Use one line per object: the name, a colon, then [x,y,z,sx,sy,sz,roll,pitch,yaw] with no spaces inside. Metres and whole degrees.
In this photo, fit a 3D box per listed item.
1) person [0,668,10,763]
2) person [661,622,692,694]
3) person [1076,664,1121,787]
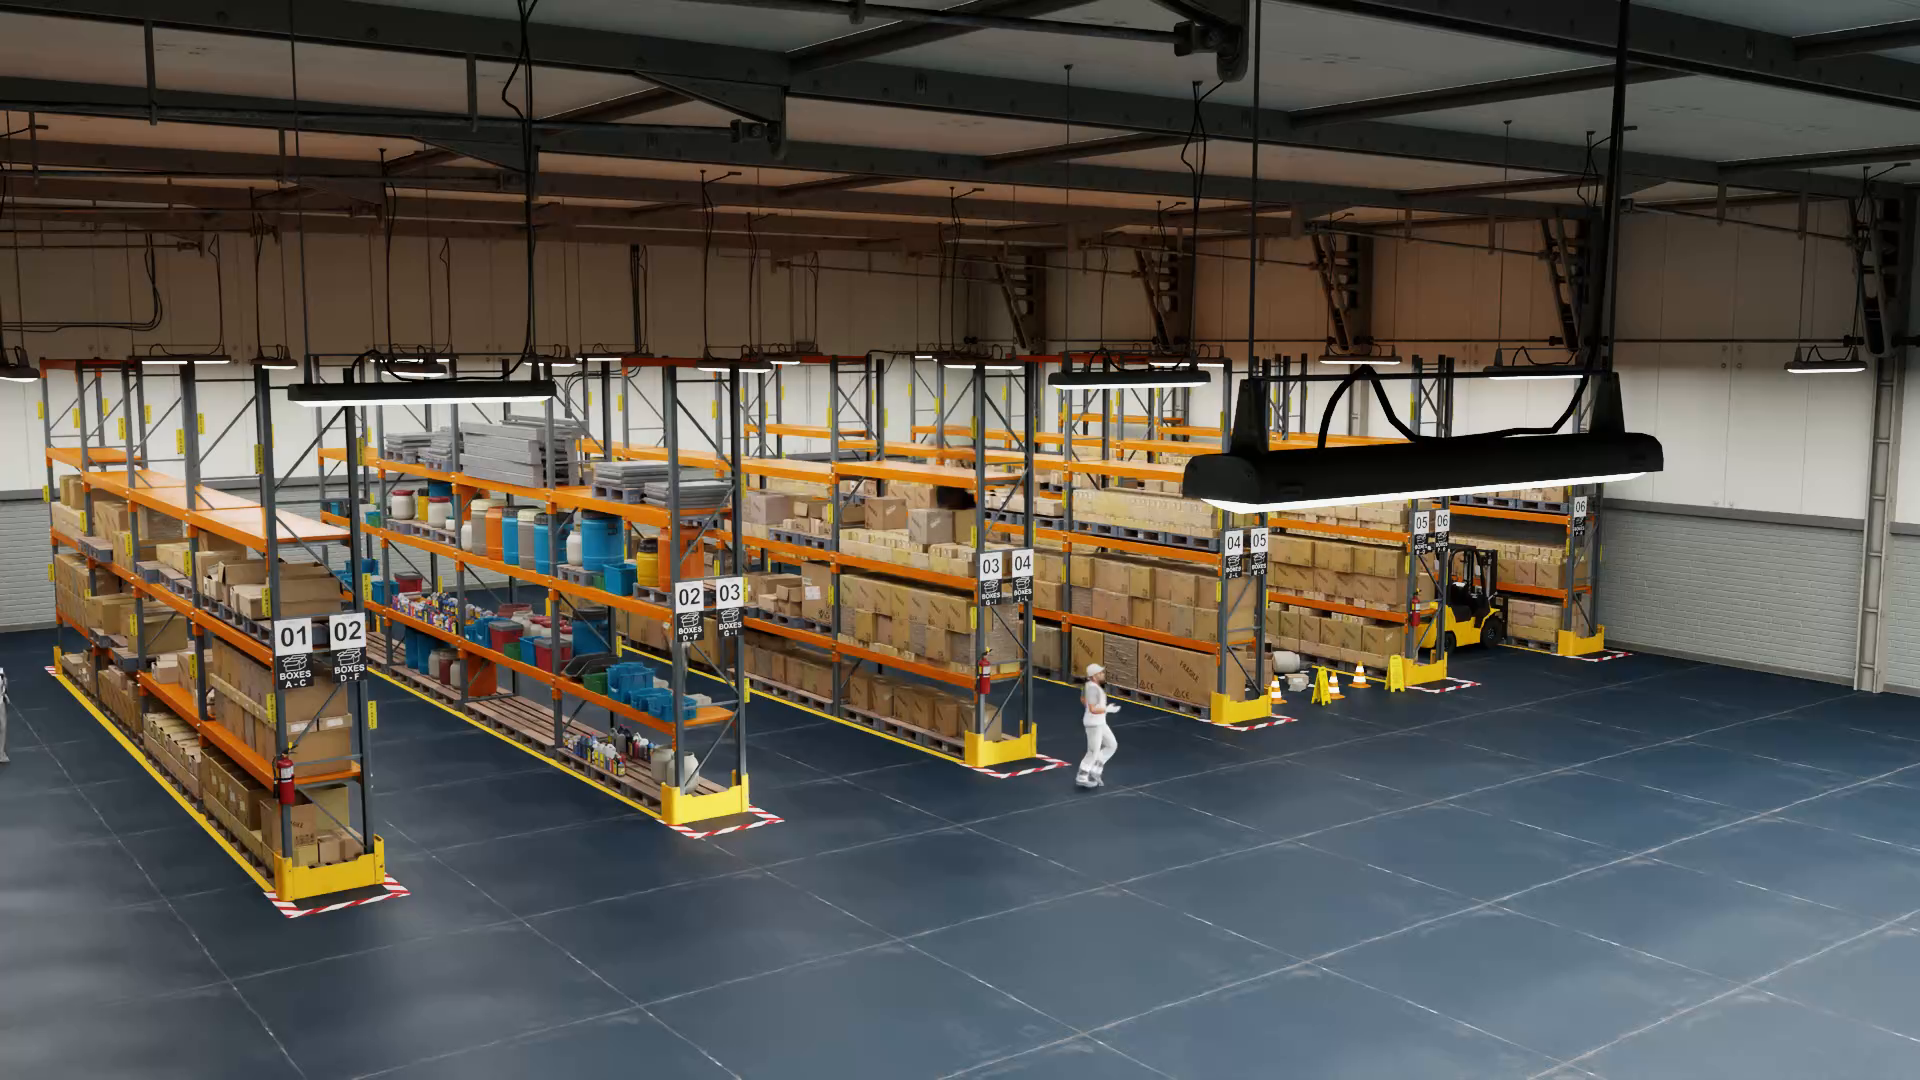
person: [-14.661,2.486,25.132,0.892,1.681,0.600,6,9,39]
person: [-4.966,1.946,29.622,0.534,1.755,0.746,-7,10,-45]
person: [1.964,2.637,23.517,0.630,1.798,0.660,1,7,11]
